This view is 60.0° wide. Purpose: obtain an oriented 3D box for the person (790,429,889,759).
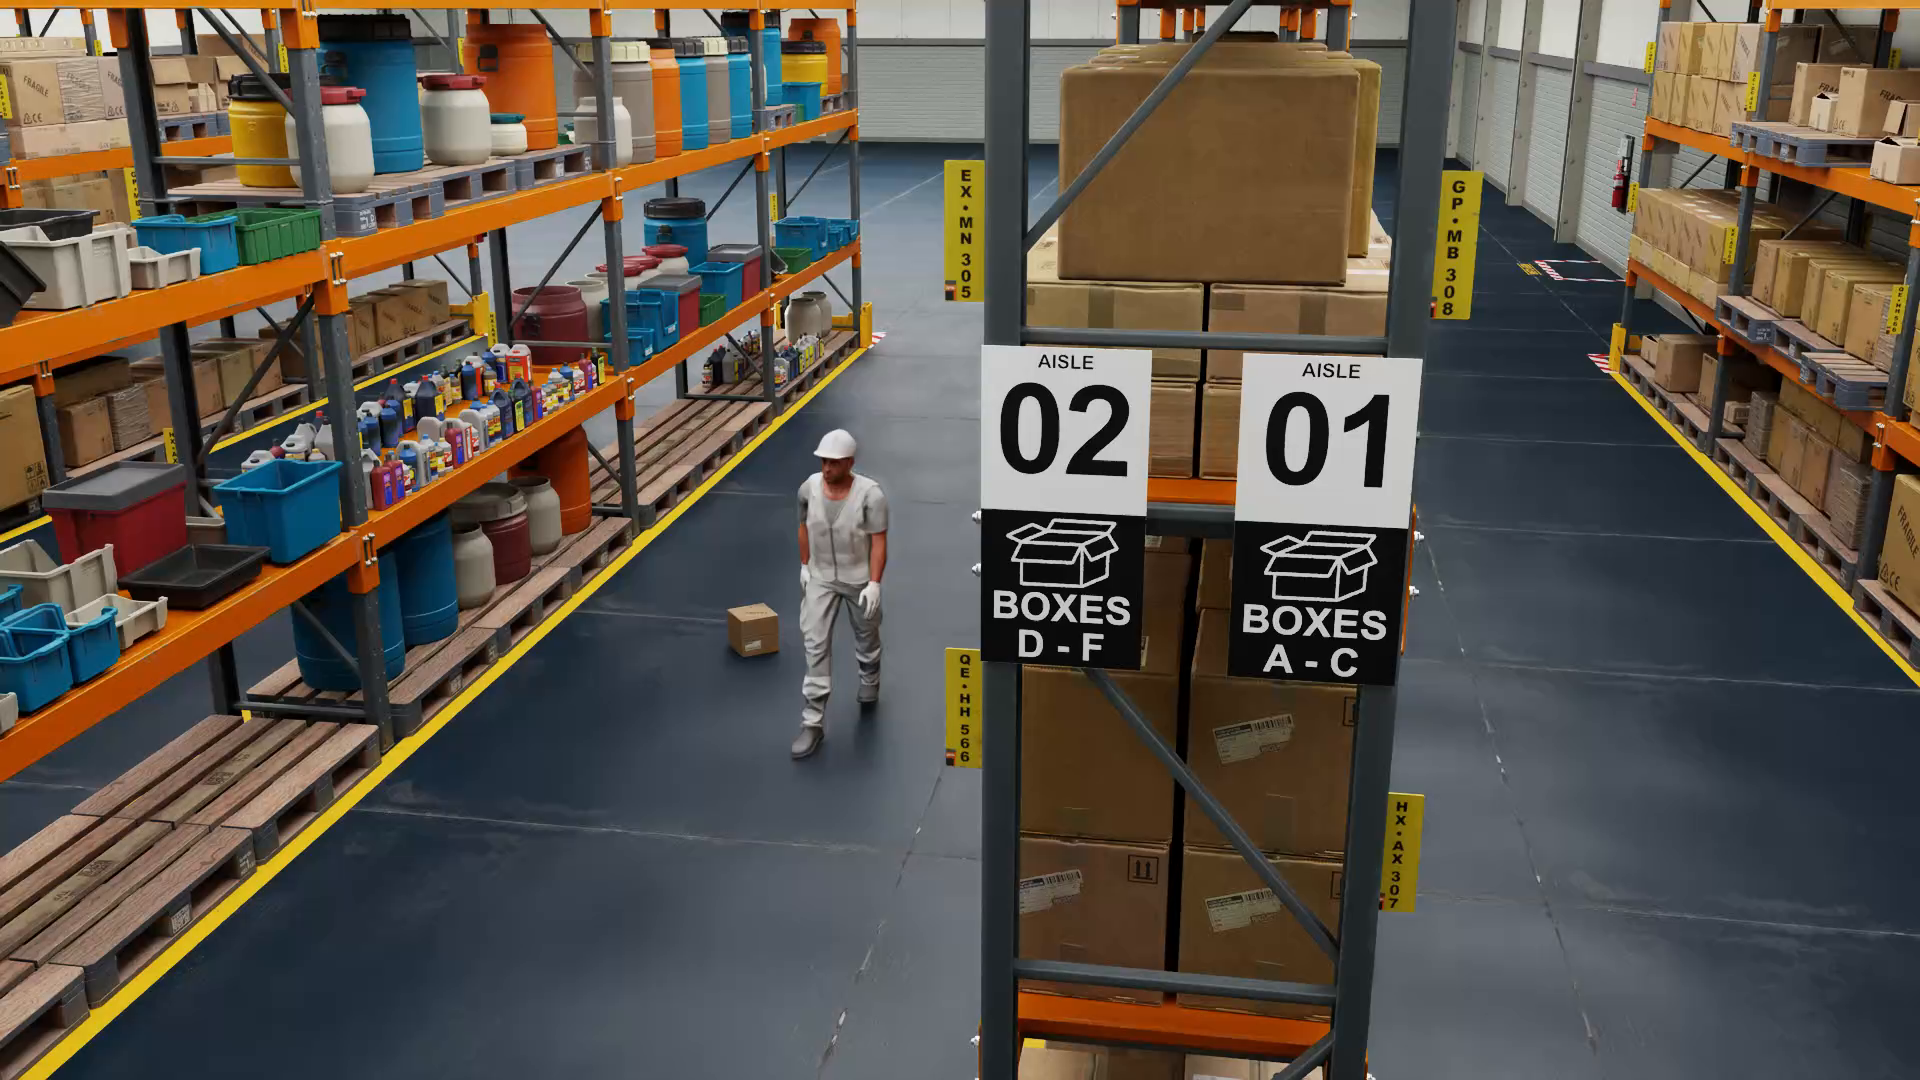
[{"bbox_3d":[-0.667,0.227,9.280,0.559,1.745,1.010,3,18,10],"label":"person"}]
